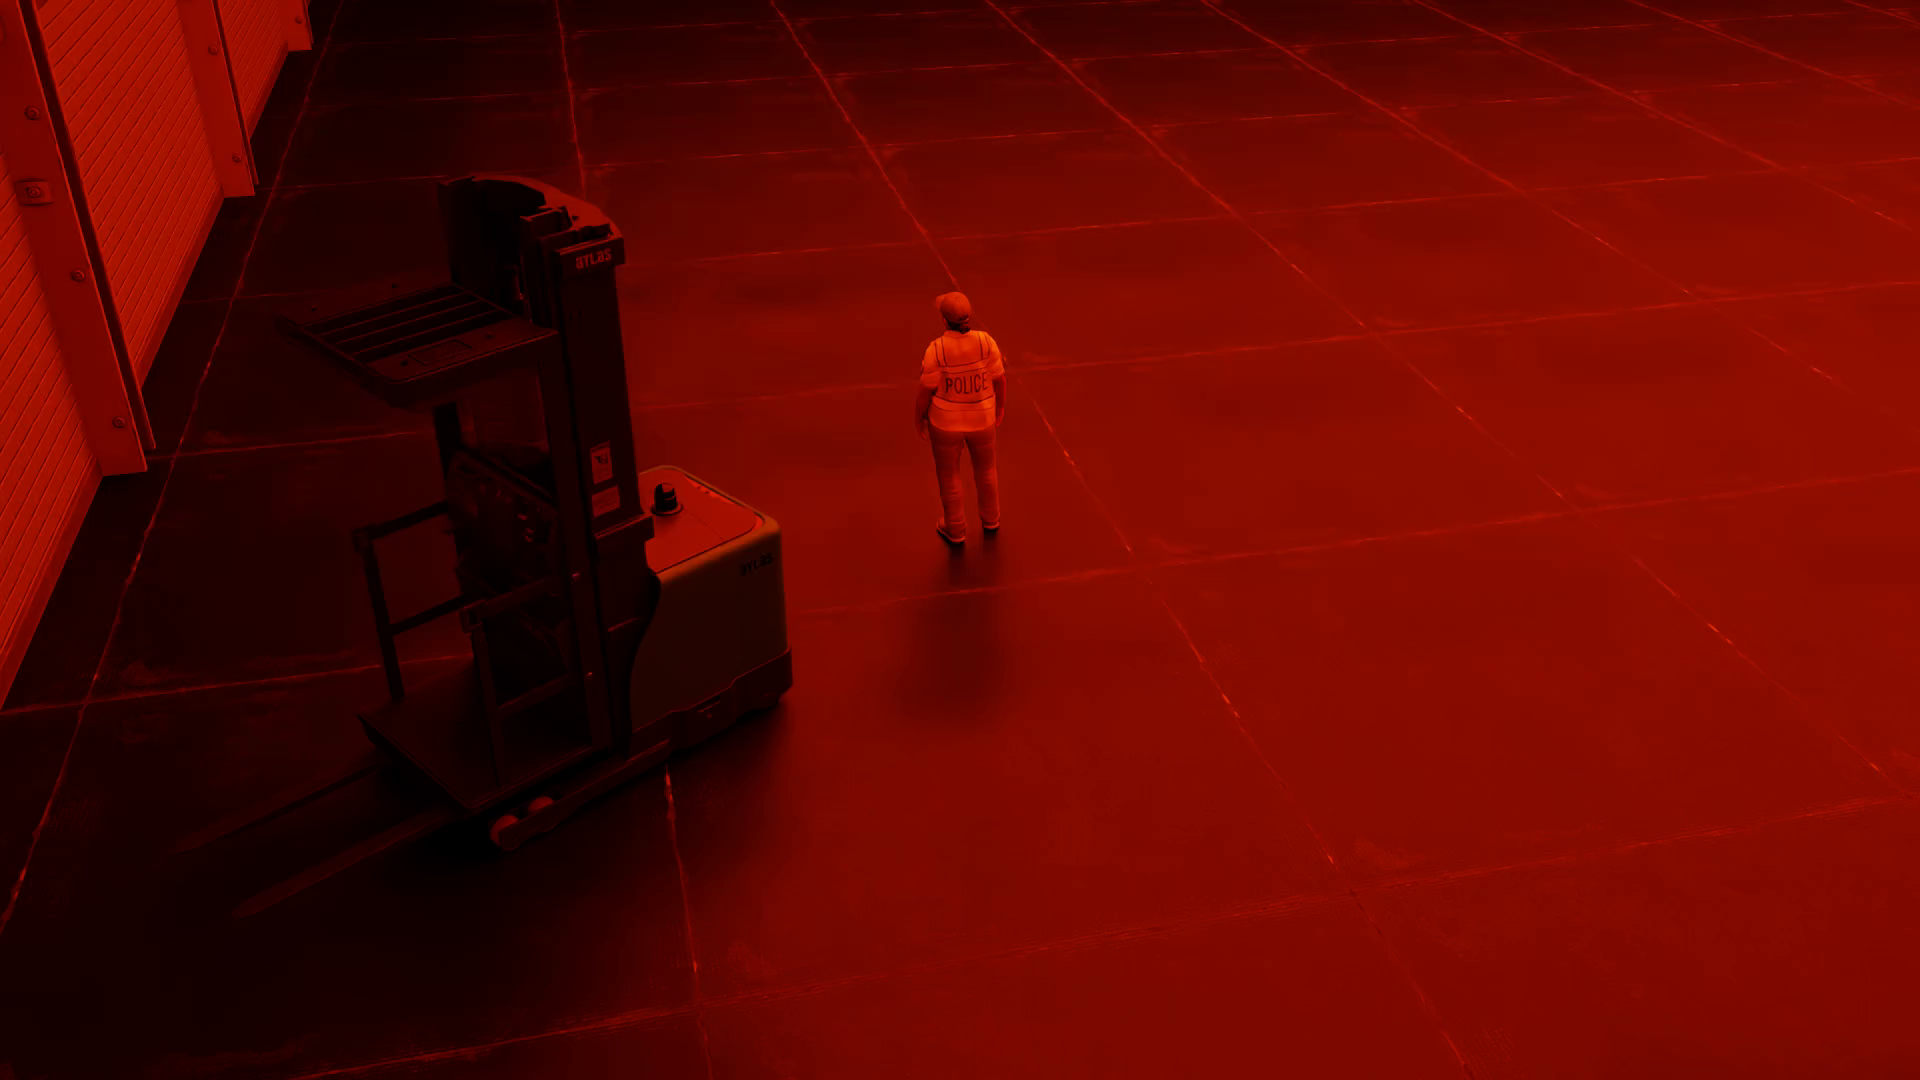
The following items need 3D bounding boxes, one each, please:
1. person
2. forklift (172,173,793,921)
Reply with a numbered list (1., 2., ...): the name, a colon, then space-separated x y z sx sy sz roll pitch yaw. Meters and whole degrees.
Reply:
1. person: 0.004 -0.768 10.147 0.598 1.670 0.529 -7 31 -12
2. forklift: -2.304 -0.080 7.713 3.031 2.935 1.130 -27 39 -38
